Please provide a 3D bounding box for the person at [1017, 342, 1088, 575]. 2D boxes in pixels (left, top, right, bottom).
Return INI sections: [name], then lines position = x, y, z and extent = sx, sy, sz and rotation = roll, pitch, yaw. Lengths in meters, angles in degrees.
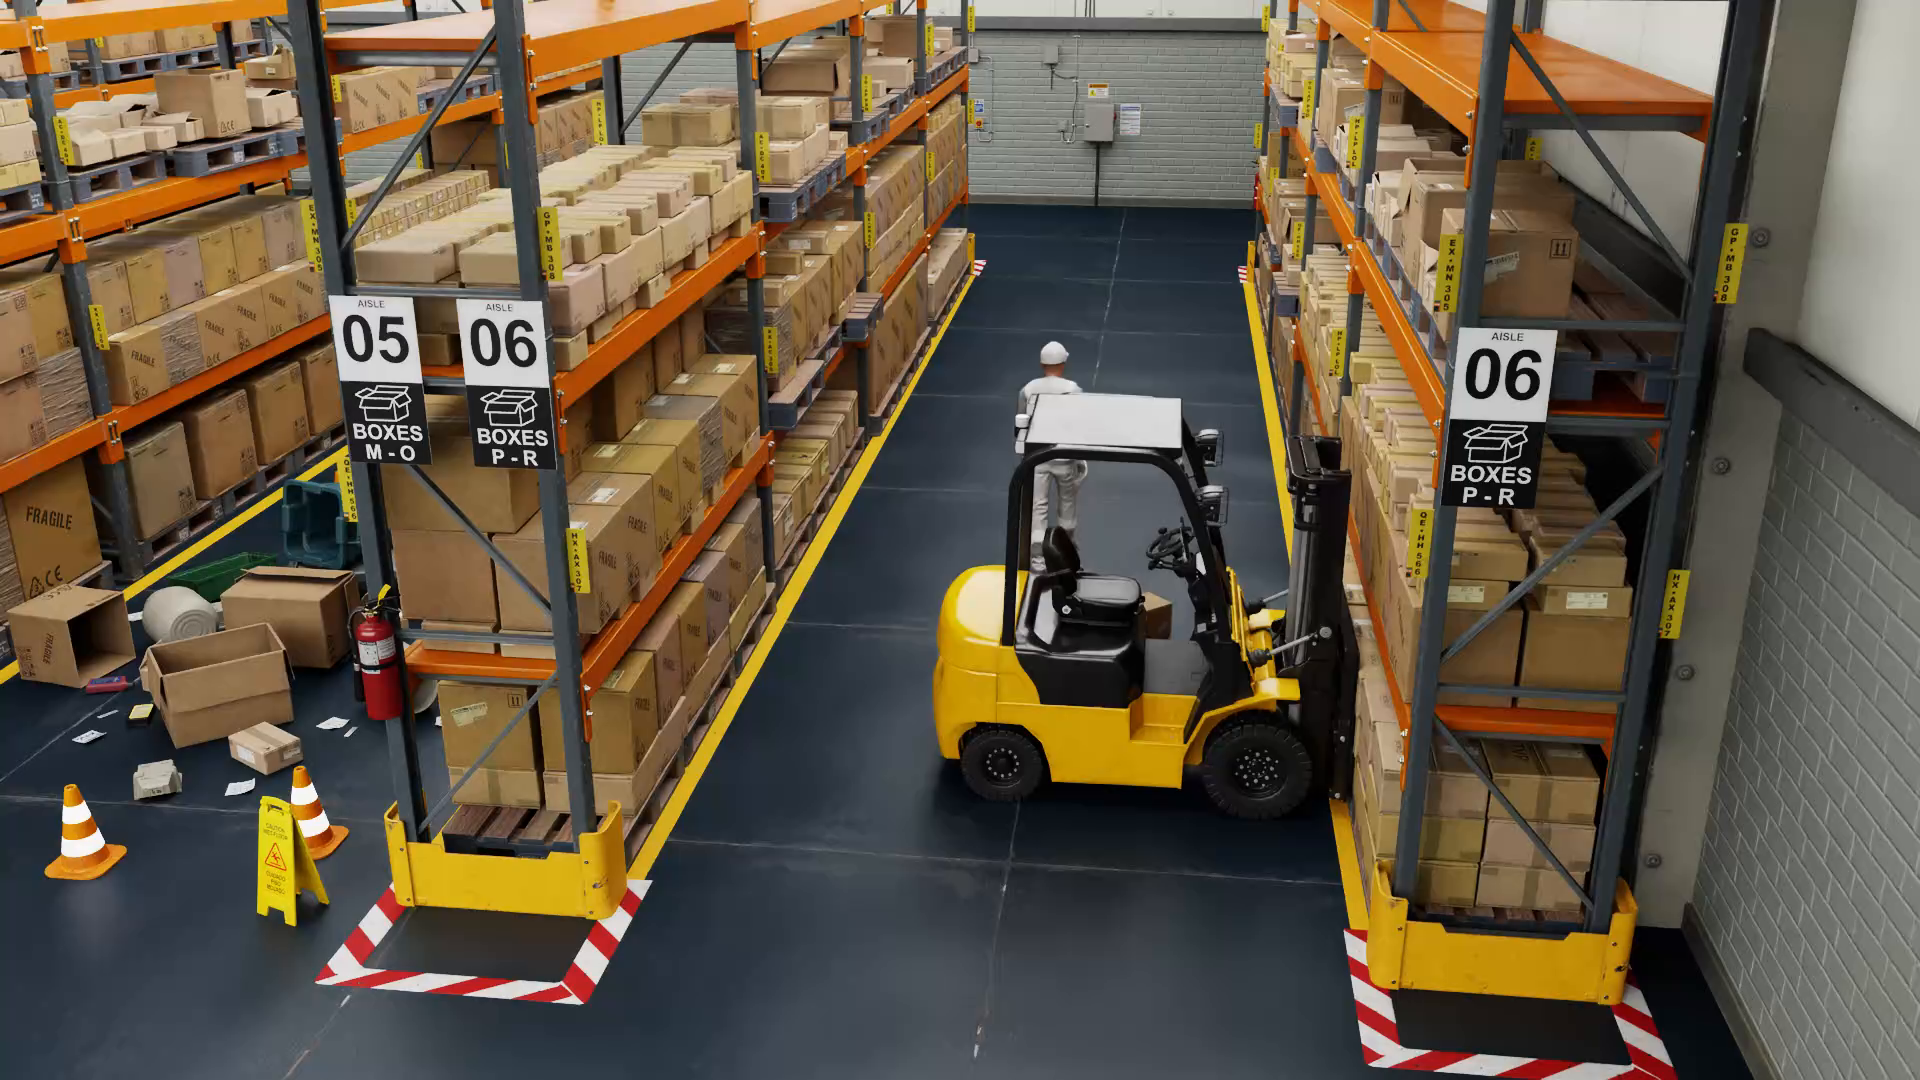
[person]
position = 0.709, -0.634, 12.710
extent = 0.563, 1.777, 0.933
rotation = 3, 21, 8
